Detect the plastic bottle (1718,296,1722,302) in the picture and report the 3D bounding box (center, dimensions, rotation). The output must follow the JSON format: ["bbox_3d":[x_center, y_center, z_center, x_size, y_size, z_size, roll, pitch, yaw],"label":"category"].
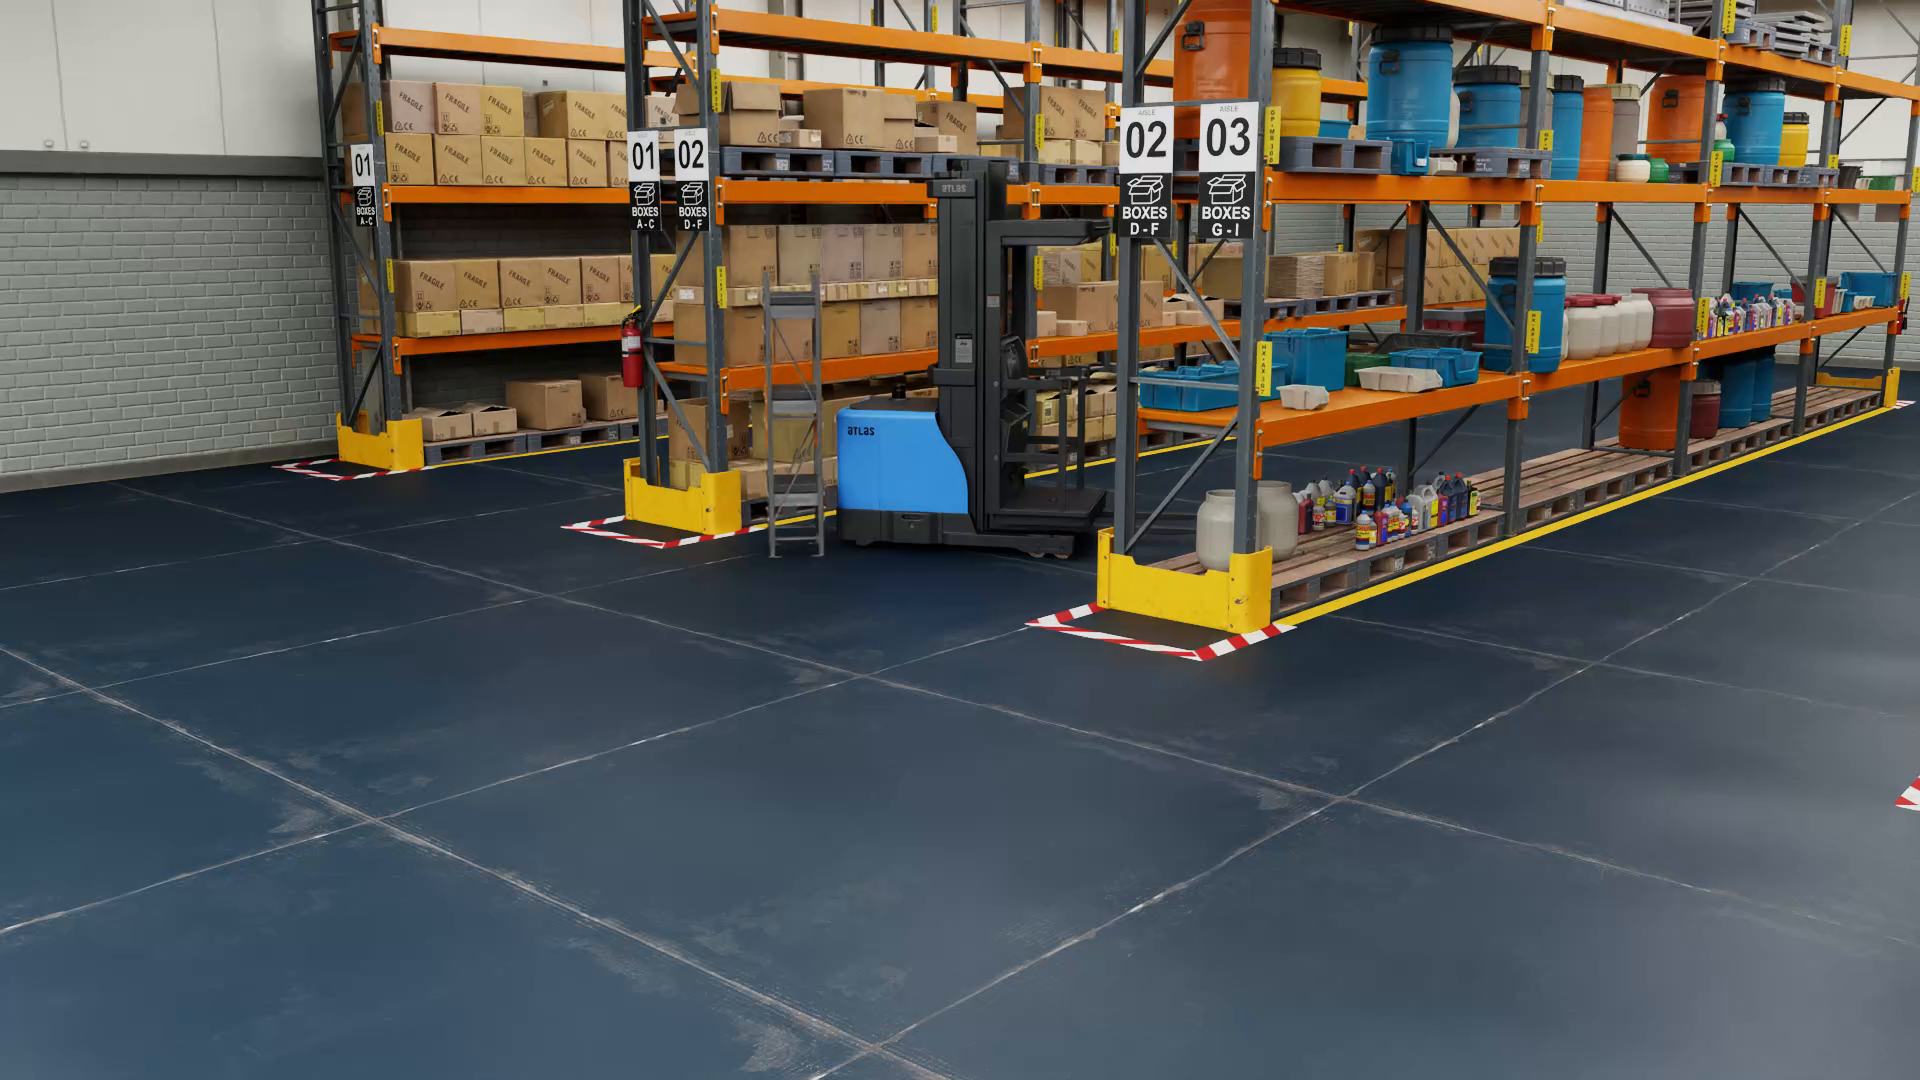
[{"bbox_3d":[8.778,-2.678,19.257,0.061,0.283,0.133,10,15,40],"label":"plastic bottle"}]

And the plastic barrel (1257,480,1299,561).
[{"bbox_3d":[2.127,-0.135,11.506,0.421,0.512,0.421,0,11,0],"label":"plastic barrel"}]

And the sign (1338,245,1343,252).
[{"bbox_3d":[5.210,-3.868,22.710,0.100,0.325,0.005,10,15,40],"label":"sign"}]

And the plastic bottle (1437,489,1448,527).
[{"bbox_3d":[3.648,-0.251,12.620,0.133,0.283,0.061,-11,16,-44],"label":"plastic bottle"}]

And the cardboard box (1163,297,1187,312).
[{"bbox_3d":[2.246,-2.636,18.978,0.500,0.311,0.500,10,15,40],"label":"cardboard box"}]

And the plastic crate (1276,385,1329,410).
[{"bbox_3d":[2.252,-0.929,10.877,0.298,0.136,0.250,10,15,40],"label":"plastic crate"}]

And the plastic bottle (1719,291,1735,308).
[{"bbox_3d":[8.838,-2.694,19.165,0.144,0.351,0.185,10,15,40],"label":"plastic bottle"}]

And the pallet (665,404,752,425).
[{"bbox_3d":[-2.869,-1.585,20.607,1.003,0.211,1.213,10,15,40],"label":"pallet"}]

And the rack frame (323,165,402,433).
[{"bbox_3d":[-6.023,-2.249,16.813,1.000,3.000,0.127,10,15,40],"label":"rack frame"}]

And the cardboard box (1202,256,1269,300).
[{"bbox_3d":[3.313,-3.148,19.988,0.700,0.500,0.500,4,12,21],"label":"cardboard box"}]

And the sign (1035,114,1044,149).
[{"bbox_3d":[0.759,-3.889,15.846,0.100,0.325,0.005,10,15,40],"label":"sign"}]

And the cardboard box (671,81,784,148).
[{"bbox_3d":[-1.917,-3.489,13.671,0.637,0.503,0.797,-11,16,-44],"label":"cardboard box"}]

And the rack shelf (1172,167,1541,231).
[{"bbox_3d":[2.739,-2.381,11.650,1.077,0.370,4.000,10,15,40],"label":"rack shelf"}]

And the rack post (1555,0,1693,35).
[{"bbox_3d":[5.295,-4.897,14.246,1.013,1.000,3.121,10,15,40],"label":"rack post"}]

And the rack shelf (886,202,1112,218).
[{"bbox_3d":[0.578,-4.839,23.956,1.077,0.370,4.000,10,15,40],"label":"rack shelf"}]

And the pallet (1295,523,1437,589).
[{"bbox_3d":[2.780,0.084,12.249,1.003,0.211,1.213,10,15,40],"label":"pallet"}]

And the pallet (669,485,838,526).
[{"bbox_3d":[-1.826,-0.360,14.473,1.003,0.211,1.213,10,15,40],"label":"pallet"}]

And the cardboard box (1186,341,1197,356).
[{"bbox_3d":[3.490,-3.320,27.483,0.700,0.500,0.500,9,14,39],"label":"cardboard box"}]

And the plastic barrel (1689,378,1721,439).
[{"bbox_3d":[7.756,-1.409,17.692,0.600,0.588,0.708,10,15,40],"label":"plastic barrel"}]

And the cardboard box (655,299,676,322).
[{"bbox_3d":[-3.467,-2.665,19.227,0.500,0.250,0.500,10,15,40],"label":"cardboard box"}]

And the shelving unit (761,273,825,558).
[{"bbox_3d":[-1.263,-0.947,12.590,0.431,2.100,0.503,-2,11,-8],"label":"shelving unit"}]

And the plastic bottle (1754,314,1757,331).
[{"bbox_3d":[8.451,-2.334,17.746,0.097,0.201,0.097,0,11,0],"label":"plastic bottle"}]

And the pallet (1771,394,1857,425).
[{"bbox_3d":[10.602,-1.660,20.982,1.003,0.211,1.213,10,15,40],"label":"pallet"}]

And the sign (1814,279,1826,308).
[{"bbox_3d":[9.753,-2.798,18.855,0.100,0.325,0.005,10,15,40],"label":"sign"}]

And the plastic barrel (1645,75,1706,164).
[{"bbox_3d":[7.077,-4.116,16.332,0.600,0.830,0.708,10,15,40],"label":"plastic barrel"}]

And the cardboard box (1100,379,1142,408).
[{"bbox_3d":[1.815,-1.585,18.006,0.500,0.311,0.500,10,15,42],"label":"cardboard box"}]

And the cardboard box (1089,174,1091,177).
[{"bbox_3d":[2.174,-5.798,25.979,0.500,0.250,0.500,10,15,41],"label":"cardboard box"}]

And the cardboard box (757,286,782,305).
[{"bbox_3d":[-1.706,-2.045,13.882,0.380,0.149,0.250,9,15,39],"label":"cardboard box"}]

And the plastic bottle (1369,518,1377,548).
[{"bbox_3d":[2.918,-0.053,11.841,0.097,0.201,0.097,0,11,0],"label":"plastic bottle"}]

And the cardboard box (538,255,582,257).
[{"bbox_3d":[-4.527,-2.951,18.746,0.500,0.500,0.500,10,15,42],"label":"cardboard box"}]

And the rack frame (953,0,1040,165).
[{"bbox_3d":[0.341,-5.140,15.968,1.000,3.000,0.127,10,15,40],"label":"rack frame"}]

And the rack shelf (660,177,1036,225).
[{"bbox_3d":[-0.979,-3.022,14.859,1.077,0.370,4.000,10,15,40],"label":"rack shelf"}]

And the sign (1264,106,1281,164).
[{"bbox_3d":[1.830,-2.372,9.746,0.100,0.325,0.005,10,15,40],"label":"sign"}]

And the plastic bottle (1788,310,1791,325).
[{"bbox_3d":[9.267,-2.516,18.656,0.097,0.201,0.097,0,11,0],"label":"plastic bottle"}]

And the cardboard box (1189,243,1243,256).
[{"bbox_3d":[4.210,-4.674,28.188,0.980,0.700,0.700,11,16,43],"label":"cardboard box"}]

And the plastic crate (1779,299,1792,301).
[{"bbox_3d":[10.264,-2.929,20.737,0.293,0.136,0.466,10,15,40],"label":"plastic crate"}]

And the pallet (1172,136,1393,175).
[{"bbox_3d":[2.039,-2.456,10.671,1.003,0.211,1.213,10,15,40],"label":"pallet"}]

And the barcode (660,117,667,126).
[{"bbox_3d":[-2.462,-3.472,13.793,0.001,0.075,0.075,10,15,40],"label":"barcode"}]

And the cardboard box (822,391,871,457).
[{"bbox_3d":[-1.129,-1.034,14.761,0.500,0.500,0.500,10,15,40],"label":"cardboard box"}]

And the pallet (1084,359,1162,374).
[{"bbox_3d":[2.459,-2.749,26.435,1.003,0.211,1.213,10,15,40],"label":"pallet"}]

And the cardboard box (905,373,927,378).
[{"bbox_3d":[-0.200,-1.395,16.572,0.500,0.500,0.500,10,15,40],"label":"cardboard box"}]

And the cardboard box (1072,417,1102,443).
[{"bbox_3d":[1.132,-1.158,17.296,0.500,0.250,0.500,10,15,42],"label":"cardboard box"}]

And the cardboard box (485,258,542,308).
[{"bbox_3d":[-4.802,-2.731,17.644,0.500,0.500,0.500,9,14,39],"label":"cardboard box"}]

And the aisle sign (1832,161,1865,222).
[{"bbox_3d":[11.805,-4.646,22.177,0.394,0.787,0.004,10,15,40],"label":"aisle sign"}]

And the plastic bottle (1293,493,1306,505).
[{"bbox_3d":[2.489,-0.209,12.428,0.152,0.276,0.135,10,15,41],"label":"plastic bottle"}]

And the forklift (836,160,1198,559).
[{"bbox_3d":[0.609,-1.411,12.795,3.031,2.935,1.130,2,12,12],"label":"forklift"}]

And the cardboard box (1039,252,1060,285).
[{"bbox_3d":[1.116,-3.970,24.362,0.500,0.500,0.500,10,15,40],"label":"cardboard box"}]

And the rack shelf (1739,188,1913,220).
[{"bbox_3d":[10.661,-4.146,20.490,1.077,0.370,4.000,10,15,40],"label":"rack shelf"}]

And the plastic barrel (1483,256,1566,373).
[{"bbox_3d":[4.542,-1.820,13.386,0.600,0.901,0.708,10,15,40],"label":"plastic barrel"}]

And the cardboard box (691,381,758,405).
[{"bbox_3d":[-2.909,-1.938,20.514,0.700,0.500,0.500,10,15,42],"label":"cardboard box"}]

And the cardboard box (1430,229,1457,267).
[{"bbox_3d":[6.485,-4.023,22.886,0.500,0.500,0.500,9,15,39],"label":"cardboard box"}]

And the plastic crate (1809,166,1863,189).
[{"bbox_3d":[10.366,-4.288,19.696,0.497,0.269,0.590,10,15,40],"label":"plastic crate"}]

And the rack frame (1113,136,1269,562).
[{"bbox_3d":[1.419,-0.968,10.400,1.000,3.000,0.127,10,15,40],"label":"rack frame"}]

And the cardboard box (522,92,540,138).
[{"bbox_3d":[-4.903,-4.591,18.020,0.500,0.500,0.500,10,15,40],"label":"cardboard box"}]

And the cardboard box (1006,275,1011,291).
[{"bbox_3d":[0.323,-2.497,16.144,0.380,0.149,0.250,10,15,40],"label":"cardboard box"}]

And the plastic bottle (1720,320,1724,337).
[{"bbox_3d":[7.719,-2.171,16.929,0.097,0.201,0.097,0,11,0],"label":"plastic bottle"}]
